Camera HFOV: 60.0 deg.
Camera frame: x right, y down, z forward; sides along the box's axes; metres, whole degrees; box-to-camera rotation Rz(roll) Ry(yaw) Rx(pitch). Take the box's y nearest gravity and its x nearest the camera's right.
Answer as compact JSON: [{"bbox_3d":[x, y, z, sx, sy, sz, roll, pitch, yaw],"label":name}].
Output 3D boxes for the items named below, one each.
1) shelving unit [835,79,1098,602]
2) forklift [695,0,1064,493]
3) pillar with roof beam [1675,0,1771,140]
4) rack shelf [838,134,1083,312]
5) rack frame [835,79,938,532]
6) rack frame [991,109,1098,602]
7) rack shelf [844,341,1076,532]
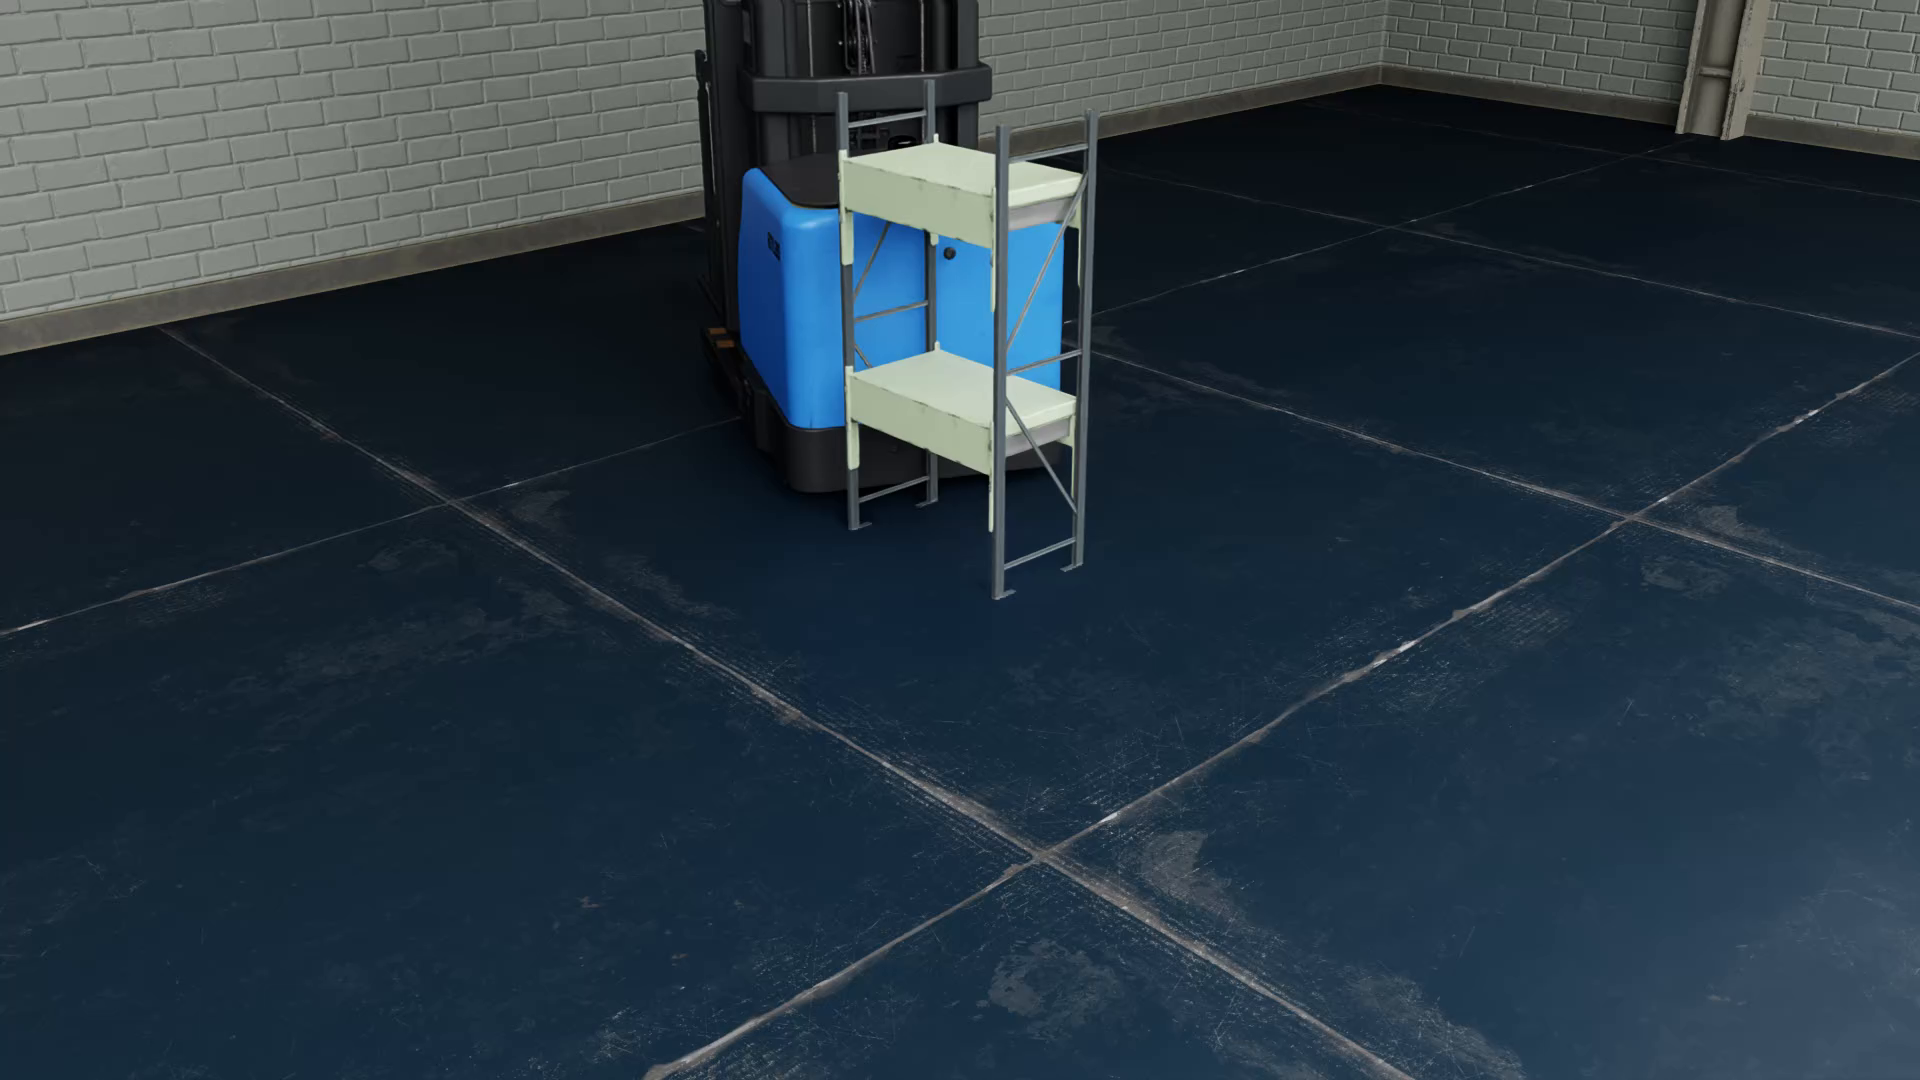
[{"bbox_3d":[0.010,-0.656,5.382,0.431,1.500,0.755,-21,32,-38],"label":"shelving unit"},{"bbox_3d":[-0.533,-2.089,6.798,1.130,2.935,3.031,-7,26,-15],"label":"forklift"},{"bbox_3d":[2.438,-5.897,7.834,9.100,9.000,0.400,-21,32,-38],"label":"pillar with roof beam"},{"bbox_3d":[0.010,-1.011,5.220,0.431,0.370,0.720,-21,32,-38],"label":"rack shelf"},{"bbox_3d":[-0.236,-0.769,5.628,0.400,1.500,0.023,-21,32,-38],"label":"rack frame"},{"bbox_3d":[0.256,-0.544,5.135,0.400,1.500,0.023,-21,32,-38],"label":"rack frame"},{"bbox_3d":[0.010,-0.360,5.517,0.431,0.370,0.720,-21,32,-38],"label":"rack shelf"}]
